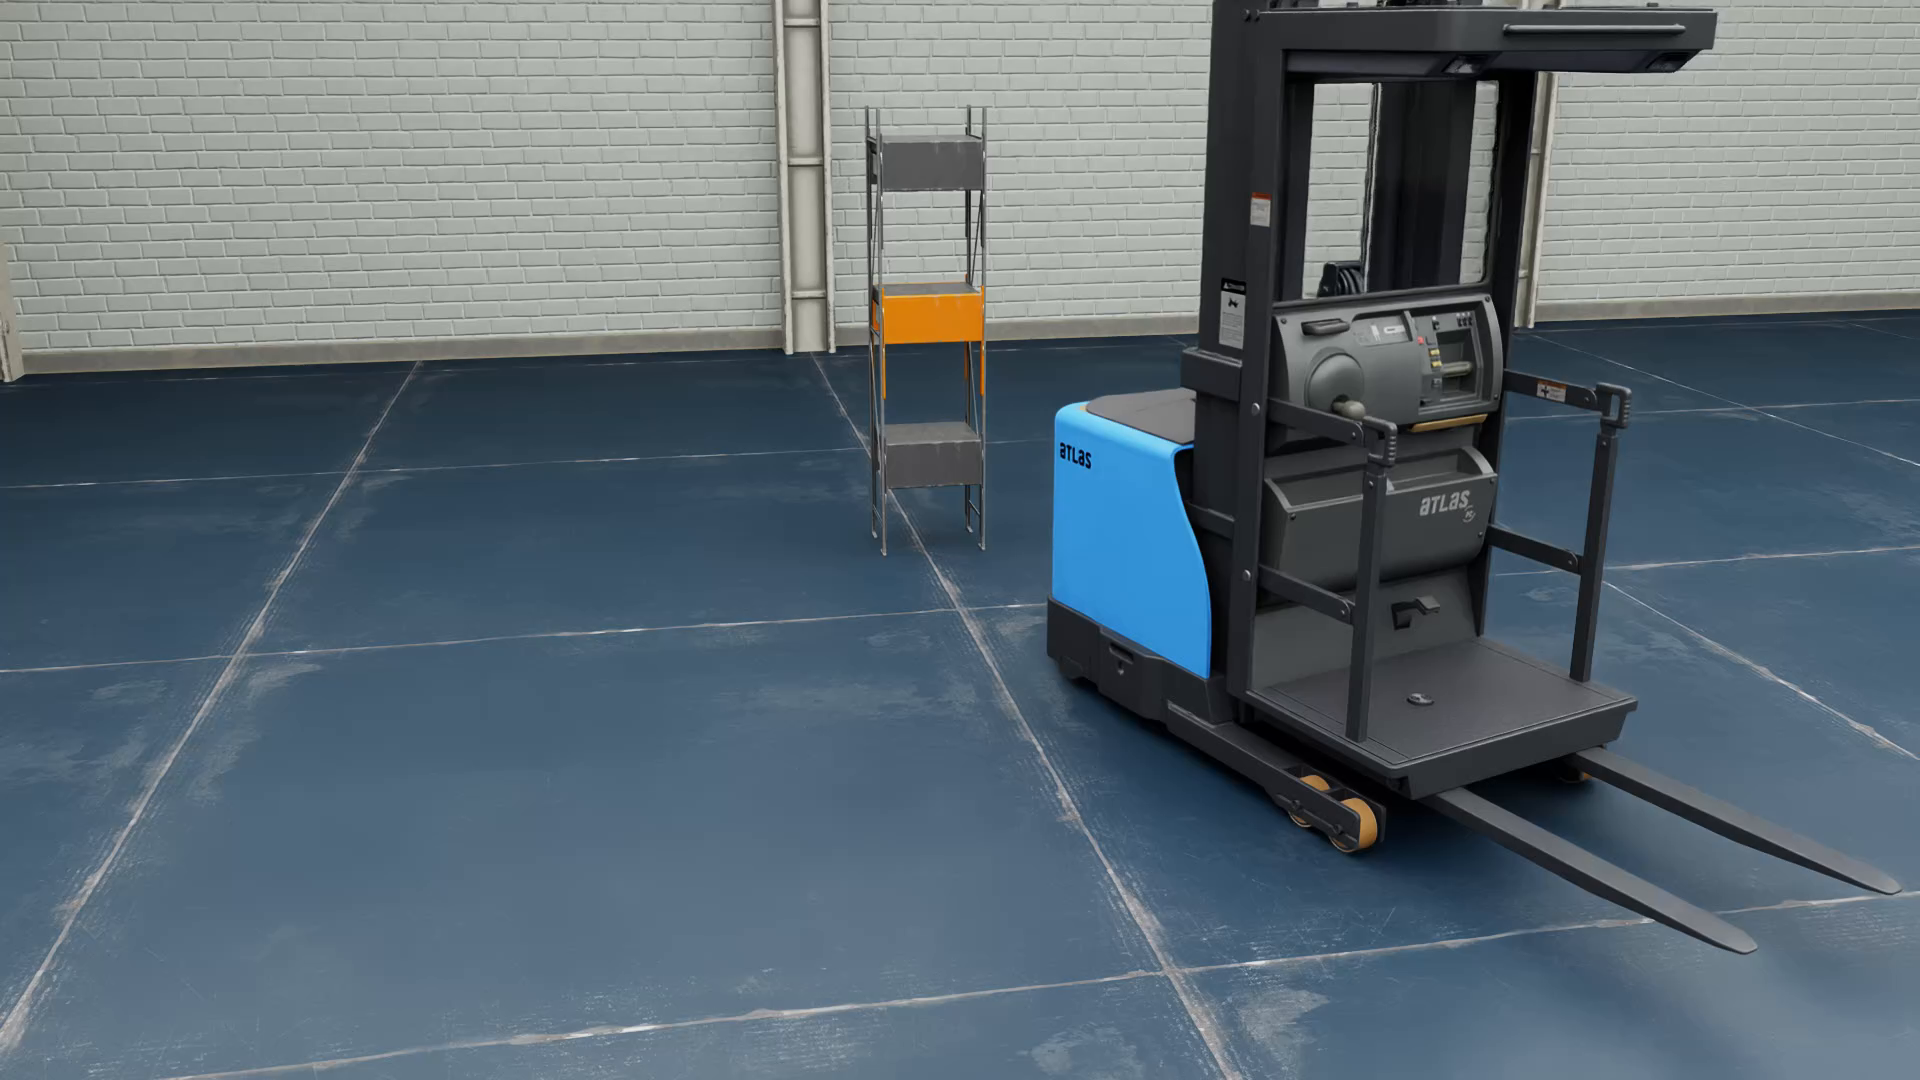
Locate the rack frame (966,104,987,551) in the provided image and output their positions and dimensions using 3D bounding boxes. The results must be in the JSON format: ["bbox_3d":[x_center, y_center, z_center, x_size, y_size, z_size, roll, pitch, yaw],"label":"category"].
[{"bbox_3d":[0.077,-1.008,8.018,0.015,2.100,0.400,-3,17,-10],"label":"rack frame"}]

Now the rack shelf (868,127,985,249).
[{"bbox_3d":[-0.163,-1.651,7.772,0.480,0.518,0.431,-3,17,-10],"label":"rack shelf"}]

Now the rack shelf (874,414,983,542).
[{"bbox_3d":[-0.163,-0.312,8.183,0.480,0.518,0.431,-3,17,-10],"label":"rack shelf"}]

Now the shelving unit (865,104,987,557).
[{"bbox_3d":[-0.163,-0.995,7.973,0.503,2.100,0.431,-3,17,-10],"label":"shelving unit"}]

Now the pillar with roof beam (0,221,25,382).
[{"bbox_3d":[-6.277,-4.241,6.794,0.400,9.000,9.100,-3,17,-10],"label":"pillar with roof beam"}]

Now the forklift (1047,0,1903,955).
[{"bbox_3d":[1.511,-0.585,5.224,1.130,2.935,3.031,-9,19,-28],"label":"forklift"}]

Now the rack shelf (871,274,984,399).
[{"bbox_3d":[-0.163,-0.981,7.978,0.480,0.518,0.431,-3,17,-10],"label":"rack shelf"}]

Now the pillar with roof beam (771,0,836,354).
[{"bbox_3d":[-0.386,-4.576,7.882,0.400,9.000,9.100,-3,17,-10],"label":"pillar with roof beam"}]

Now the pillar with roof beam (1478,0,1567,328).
[{"bbox_3d":[5.505,-4.910,8.970,0.400,9.000,9.100,-3,17,-10],"label":"pillar with roof beam"}]

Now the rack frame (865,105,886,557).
[{"bbox_3d":[-0.402,-0.981,7.929,0.015,2.100,0.400,-3,17,-10],"label":"rack frame"}]
